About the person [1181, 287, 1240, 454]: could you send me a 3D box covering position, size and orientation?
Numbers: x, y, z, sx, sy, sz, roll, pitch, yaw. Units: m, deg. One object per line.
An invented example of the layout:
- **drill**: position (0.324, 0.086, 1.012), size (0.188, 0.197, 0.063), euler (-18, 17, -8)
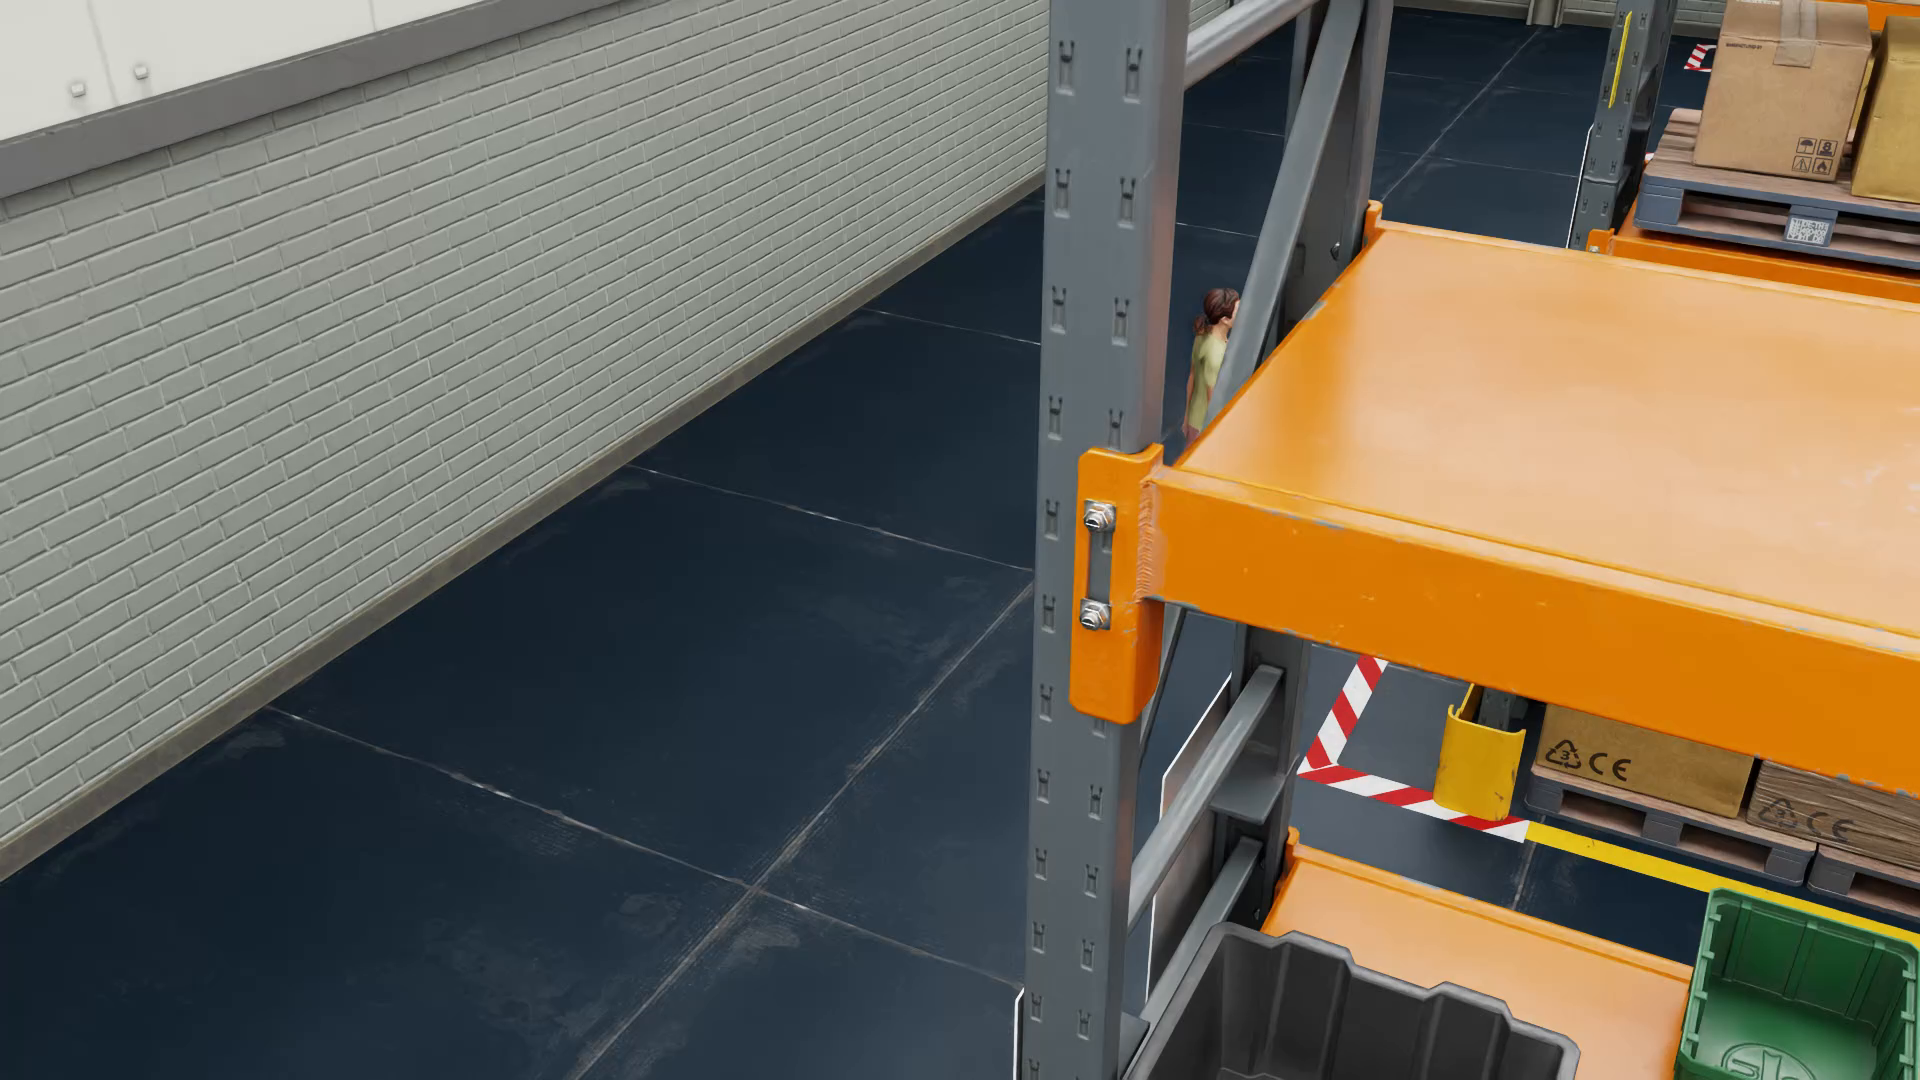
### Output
- **person**: position (1.377, -0.660, 9.428), size (0.974, 1.631, 0.441), euler (2, 30, 4)
